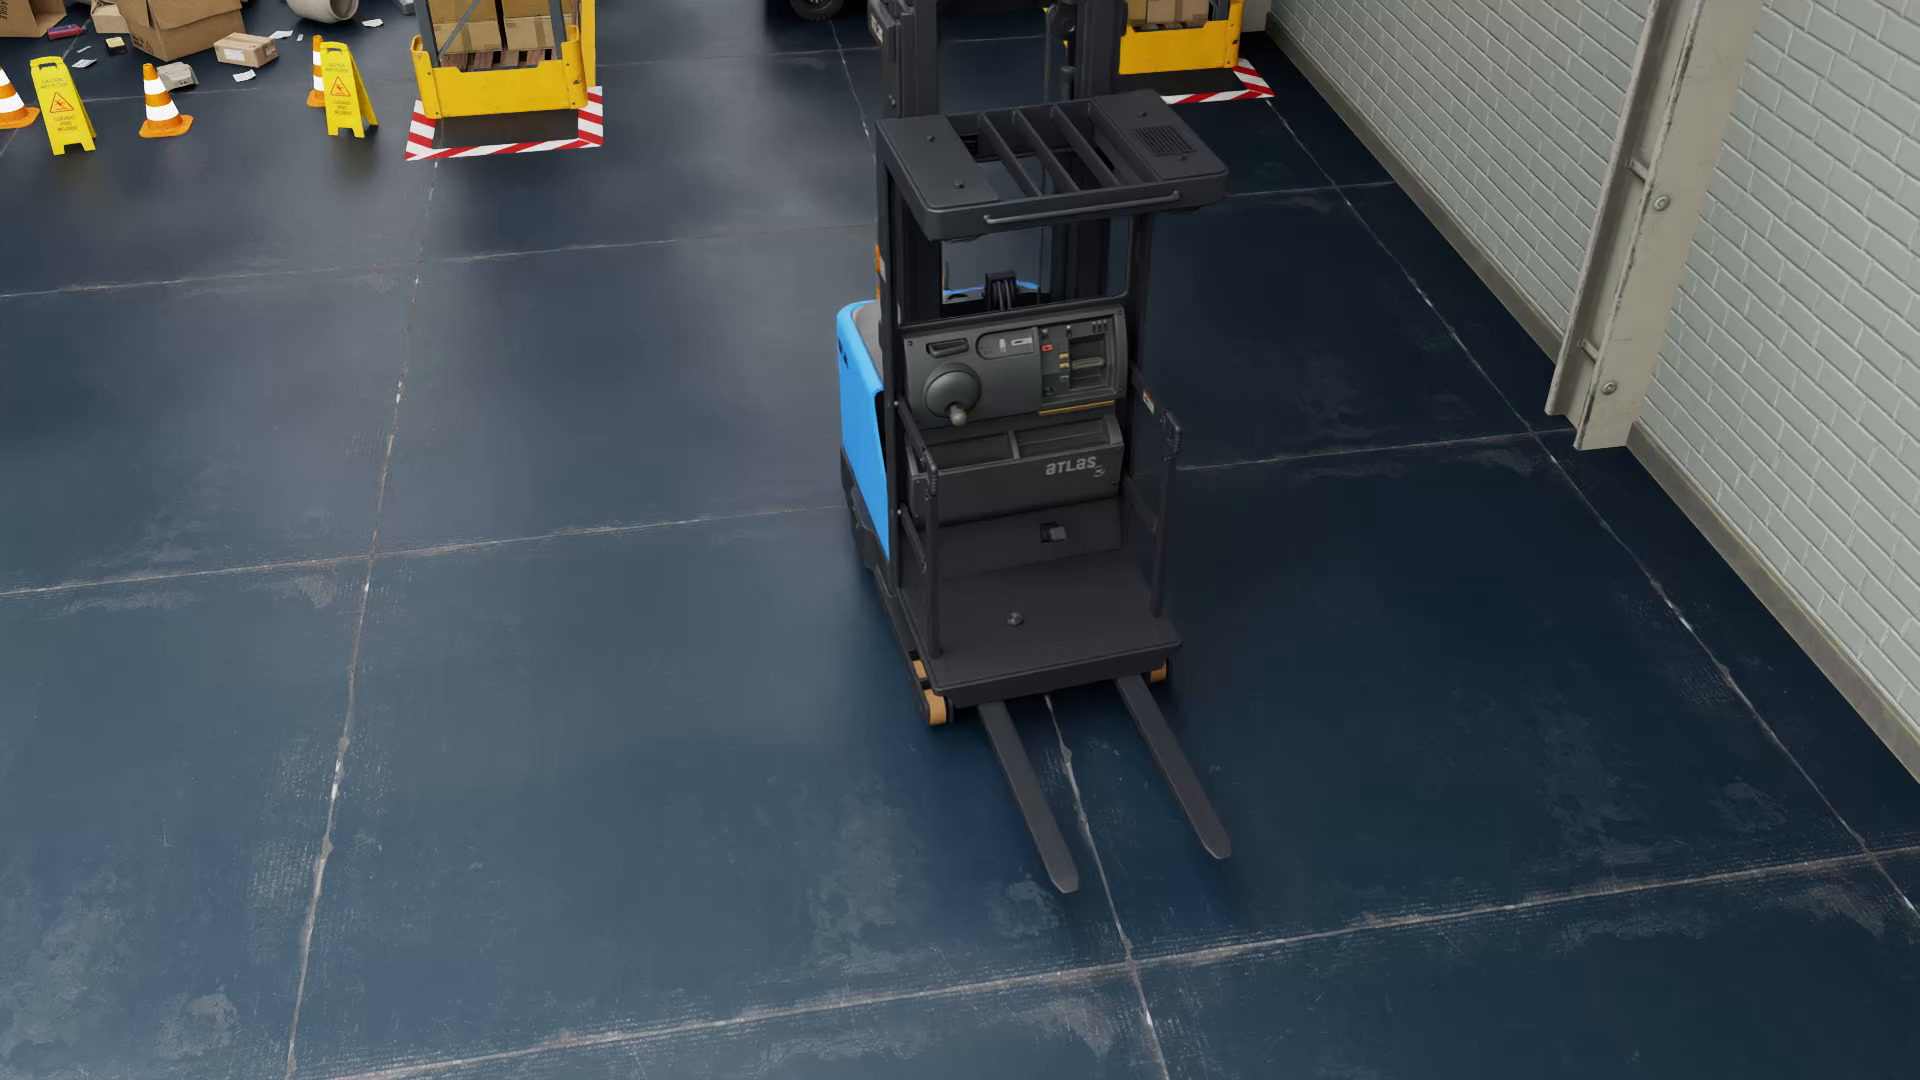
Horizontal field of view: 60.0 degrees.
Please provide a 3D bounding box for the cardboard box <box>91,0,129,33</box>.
[{"bbox_3d":[-6.777,-4.265,13.423,0.396,0.266,0.258,0,38,0],"label":"cardboard box"}]

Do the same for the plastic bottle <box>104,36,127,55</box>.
[{"bbox_3d":[-6.679,-3.916,13.141,0.133,0.061,0.283,-20,42,-23],"label":"plastic bottle"}]

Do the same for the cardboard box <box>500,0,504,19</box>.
[{"bbox_3d":[-3.824,-4.215,13.030,0.500,0.250,0.500,-6,38,-8],"label":"cardboard box"}]

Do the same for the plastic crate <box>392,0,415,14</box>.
[{"bbox_3d":[-4.568,-4.589,13.991,0.402,0.080,0.583,-20,42,-23],"label":"plastic crate"}]

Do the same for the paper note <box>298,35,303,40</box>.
[{"bbox_3d":[-5.286,-4.028,13.326,0.032,0.001,0.123,-6,38,-8],"label":"paper note"}]

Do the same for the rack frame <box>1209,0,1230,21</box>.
[{"bbox_3d":[1.552,-4.898,12.010,1.000,3.000,0.127,-6,38,-8],"label":"rack frame"}]

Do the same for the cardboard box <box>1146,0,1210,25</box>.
[{"bbox_3d":[1.658,-4.296,13.134,0.500,0.250,0.500,-6,38,-8],"label":"cardboard box"}]

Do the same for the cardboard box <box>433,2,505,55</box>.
[{"bbox_3d":[-3.745,-3.916,12.645,0.500,0.250,0.500,-6,38,-8],"label":"cardboard box"}]

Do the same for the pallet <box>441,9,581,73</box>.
[{"bbox_3d":[-3.455,-3.801,12.871,1.003,0.211,1.213,-6,38,-8],"label":"pallet"}]

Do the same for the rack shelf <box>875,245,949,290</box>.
[{"bbox_3d":[-0.239,-1.296,8.200,0.258,0.148,0.480,-10,39,-12],"label":"rack shelf"}]

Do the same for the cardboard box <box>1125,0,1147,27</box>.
[{"bbox_3d":[1.158,-4.228,13.046,0.500,0.250,0.500,-6,38,-8],"label":"cardboard box"}]

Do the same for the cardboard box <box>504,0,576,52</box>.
[{"bbox_3d":[-3.204,-3.959,12.700,0.500,0.250,0.500,-7,38,-8],"label":"cardboard box"}]

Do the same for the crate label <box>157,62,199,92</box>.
[{"bbox_3d":[-5.912,-3.496,12.539,0.250,0.136,0.298,-27,45,-31],"label":"crate label"}]

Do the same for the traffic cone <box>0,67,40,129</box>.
[{"bbox_3d":[-6.885,-3.241,11.944,0.336,0.463,0.334,-6,38,-8],"label":"traffic cone"}]

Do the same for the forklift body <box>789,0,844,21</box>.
[{"bbox_3d":[-0.577,-5.512,13.492,2.313,2.155,1.214,-6,38,-8],"label":"forklift body"}]

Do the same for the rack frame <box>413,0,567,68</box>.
[{"bbox_3d":[-3.334,-4.362,11.320,1.000,3.000,0.127,-6,38,-8],"label":"rack frame"}]

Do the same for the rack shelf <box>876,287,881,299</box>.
[{"bbox_3d":[-0.239,-1.110,8.345,0.258,0.148,0.480,-10,39,-12],"label":"rack shelf"}]

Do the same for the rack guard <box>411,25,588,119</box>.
[{"bbox_3d":[-3.348,-3.421,12.146,1.175,0.500,0.348,-6,38,-8],"label":"rack guard"}]

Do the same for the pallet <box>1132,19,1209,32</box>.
[{"bbox_3d":[1.376,-4.255,13.454,1.003,0.211,1.213,-6,38,-8],"label":"pallet"}]

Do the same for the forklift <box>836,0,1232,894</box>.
[{"bbox_3d":[0.293,-0.631,6.573,1.130,2.935,3.031,-10,39,-12],"label":"forklift"}]

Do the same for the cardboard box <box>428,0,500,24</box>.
[{"bbox_3d":[-3.732,-4.194,12.391,0.500,0.500,0.500,-6,38,-8],"label":"cardboard box"}]

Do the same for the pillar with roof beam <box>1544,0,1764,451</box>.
[{"bbox_3d":[-0.869,-3.698,5.575,9.100,9.000,0.400,-6,38,-8],"label":"pillar with roof beam"}]

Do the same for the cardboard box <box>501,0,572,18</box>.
[{"bbox_3d":[-3.208,-4.270,12.488,0.500,0.500,0.500,-7,38,-9],"label":"cardboard box"}]

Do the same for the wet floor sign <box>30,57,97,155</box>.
[{"bbox_3d":[-6.236,-3.035,11.530,0.267,0.644,0.232,-13,40,-16],"label":"wet floor sign"}]

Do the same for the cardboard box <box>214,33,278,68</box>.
[{"bbox_3d":[-5.553,-3.810,12.933,0.380,0.149,0.250,13,40,16],"label":"cardboard box"}]

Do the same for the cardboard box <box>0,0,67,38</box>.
[{"bbox_3d":[-7.609,-4.371,13.367,0.500,0.500,0.500,0,38,0],"label":"cardboard box"}]

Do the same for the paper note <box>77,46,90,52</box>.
[{"bbox_3d":[-6.918,-3.874,13.129,0.032,0.001,0.123,13,40,16],"label":"paper note"}]

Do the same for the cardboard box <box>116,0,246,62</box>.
[{"bbox_3d":[-6.135,-4.165,13.101,0.637,0.503,0.797,27,45,30],"label":"cardboard box"}]

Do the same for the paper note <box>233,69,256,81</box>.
[{"bbox_3d":[-5.460,-3.547,12.690,0.148,0.019,0.142,-20,42,-23],"label":"paper note"}]

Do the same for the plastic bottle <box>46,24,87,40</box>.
[{"bbox_3d":[-7.175,-4.090,13.365,0.283,0.061,0.133,-20,42,-23],"label":"plastic bottle"}]

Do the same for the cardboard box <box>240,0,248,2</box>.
[{"bbox_3d":[-6.307,-4.783,13.785,0.797,0.637,0.503,-6,38,-8],"label":"cardboard box"}]

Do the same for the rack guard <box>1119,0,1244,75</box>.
[{"bbox_3d":[1.556,-3.897,12.758,1.175,0.500,0.348,-6,38,-8],"label":"rack guard"}]

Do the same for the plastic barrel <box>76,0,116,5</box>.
[{"bbox_3d":[-7.182,-4.647,13.787,0.512,0.421,0.421,19,42,23],"label":"plastic barrel"}]

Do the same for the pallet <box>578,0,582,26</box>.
[{"bbox_3d":[-3.666,-4.537,13.818,1.003,0.211,1.213,-6,38,-8],"label":"pallet"}]

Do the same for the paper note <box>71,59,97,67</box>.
[{"bbox_3d":[-6.786,-3.700,12.889,0.144,0.017,0.142,6,38,8],"label":"paper note"}]

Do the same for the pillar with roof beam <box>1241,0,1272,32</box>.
[{"bbox_3d":[-1.921,-7.322,10.240,9.100,9.000,0.400,-6,38,-8],"label":"pillar with roof beam"}]

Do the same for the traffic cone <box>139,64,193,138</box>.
[{"bbox_3d":[-5.713,-3.157,11.836,0.336,0.463,0.334,-6,38,-8],"label":"traffic cone"}]

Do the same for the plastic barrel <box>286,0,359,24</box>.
[{"bbox_3d":[-5.187,-4.430,13.507,0.512,0.421,0.421,19,42,23],"label":"plastic barrel"}]

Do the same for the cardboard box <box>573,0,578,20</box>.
[{"bbox_3d":[-3.286,-4.268,13.098,0.500,0.250,0.500,-5,38,-6],"label":"cardboard box"}]

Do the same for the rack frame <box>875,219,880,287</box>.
[{"bbox_3d":[-0.305,-1.130,8.627,0.240,1.200,0.015,-10,39,-12],"label":"rack frame"}]

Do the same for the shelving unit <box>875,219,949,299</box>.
[{"bbox_3d":[-0.239,-0.986,8.441,0.258,1.200,0.503,-10,39,-12],"label":"shelving unit"}]

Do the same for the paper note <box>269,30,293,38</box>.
[{"bbox_3d":[-5.461,-4.071,13.375,0.148,0.019,0.142,6,38,8],"label":"paper note"}]

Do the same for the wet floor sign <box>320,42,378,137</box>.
[{"bbox_3d":[-4.355,-3.203,11.746,0.267,0.644,0.232,6,38,8],"label":"wet floor sign"}]

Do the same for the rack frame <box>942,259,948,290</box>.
[{"bbox_3d":[-0.173,-0.842,8.256,0.240,1.200,0.015,-10,39,-12],"label":"rack frame"}]

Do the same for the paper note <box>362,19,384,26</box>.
[{"bbox_3d":[-4.787,-4.222,13.559,0.142,0.019,0.148,-20,42,-23],"label":"paper note"}]

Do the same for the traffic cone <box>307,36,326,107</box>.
[{"bbox_3d":[-4.680,-3.481,12.254,0.336,0.463,0.334,-6,38,-8],"label":"traffic cone"}]
